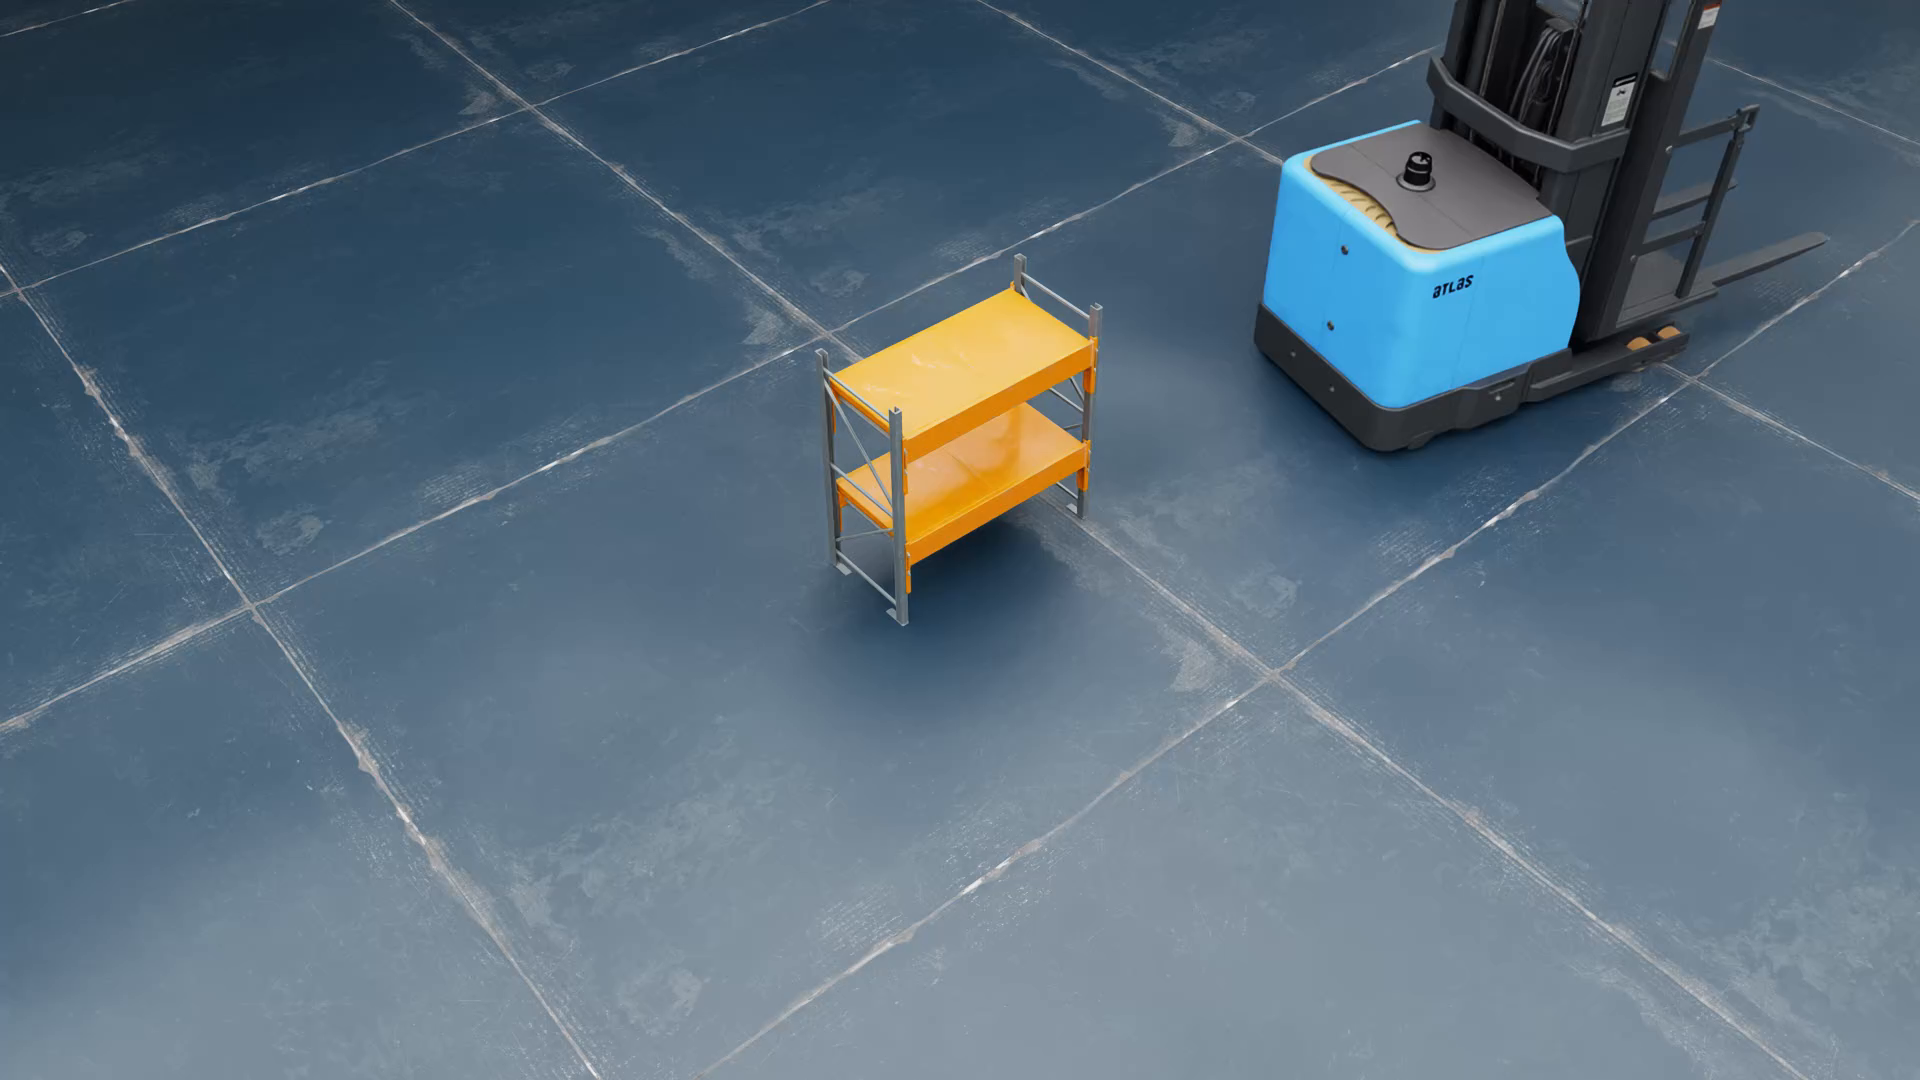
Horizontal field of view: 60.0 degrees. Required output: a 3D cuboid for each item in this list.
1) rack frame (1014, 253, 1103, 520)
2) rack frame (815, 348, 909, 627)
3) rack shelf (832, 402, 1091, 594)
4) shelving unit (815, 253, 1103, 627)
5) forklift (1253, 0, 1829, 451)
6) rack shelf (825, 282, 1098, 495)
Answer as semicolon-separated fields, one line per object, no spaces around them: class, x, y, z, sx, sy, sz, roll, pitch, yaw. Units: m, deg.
rack frame;0.395;-0.636;7.106;0.032;1.125;0.500;-30;51;-28
rack frame;-0.385;-0.190;6.630;0.032;1.125;0.500;-30;51;-28
rack shelf;0.005;-0.235;7.035;1.000;0.278;0.538;-30;51;-28
shelving unit;0.005;-0.413;6.868;1.048;1.125;0.538;-30;51;-28
forklift;2.994;-2.191;7.442;3.031;2.935;1.130;-20;47;-20
rack shelf;0.005;-0.626;6.668;1.000;0.278;0.538;-30;51;-28
